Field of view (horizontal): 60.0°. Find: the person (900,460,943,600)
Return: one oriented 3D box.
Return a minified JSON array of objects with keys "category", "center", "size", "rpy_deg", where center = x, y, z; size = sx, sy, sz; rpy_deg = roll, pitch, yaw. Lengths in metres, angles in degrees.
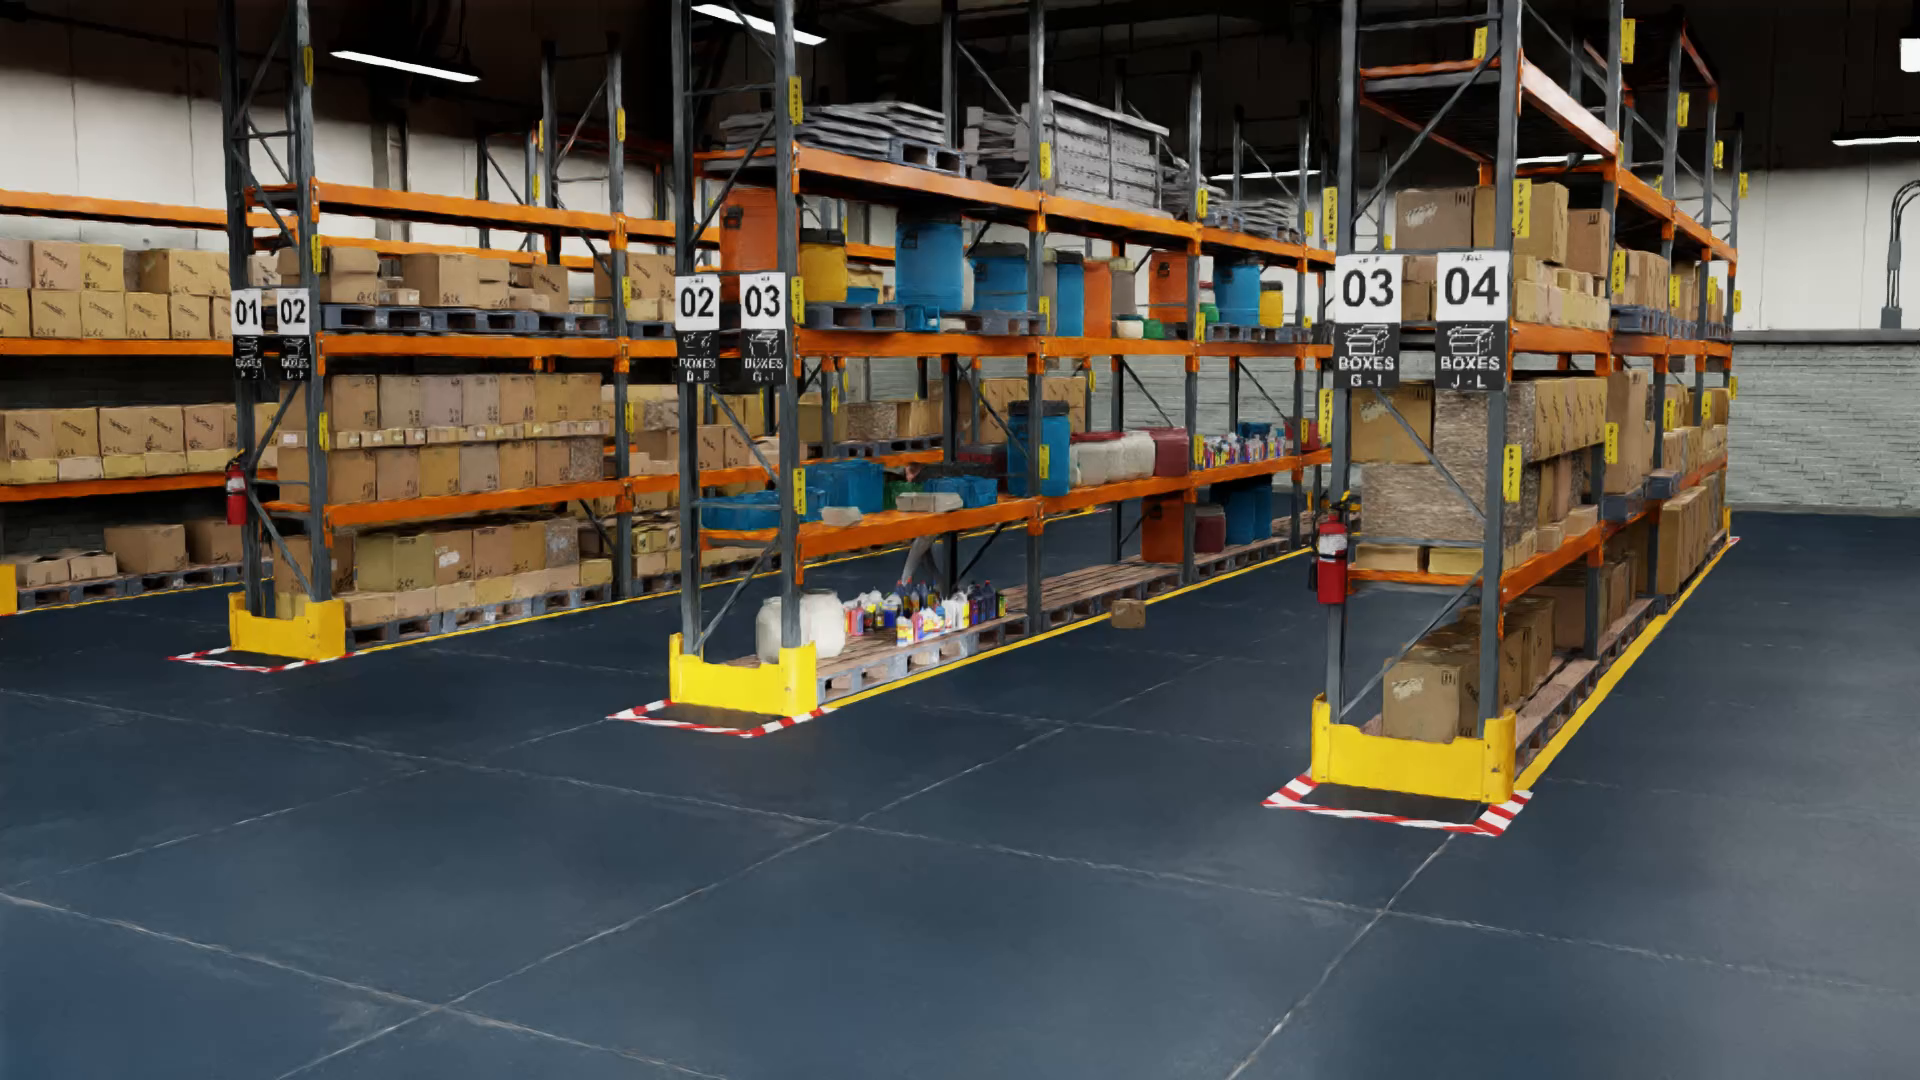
[{"category":"person","center":[-0.451,-0.034,16.815],"size":[0.919,1.537,0.474],"rpy_deg":[-3,7,-26]}]
